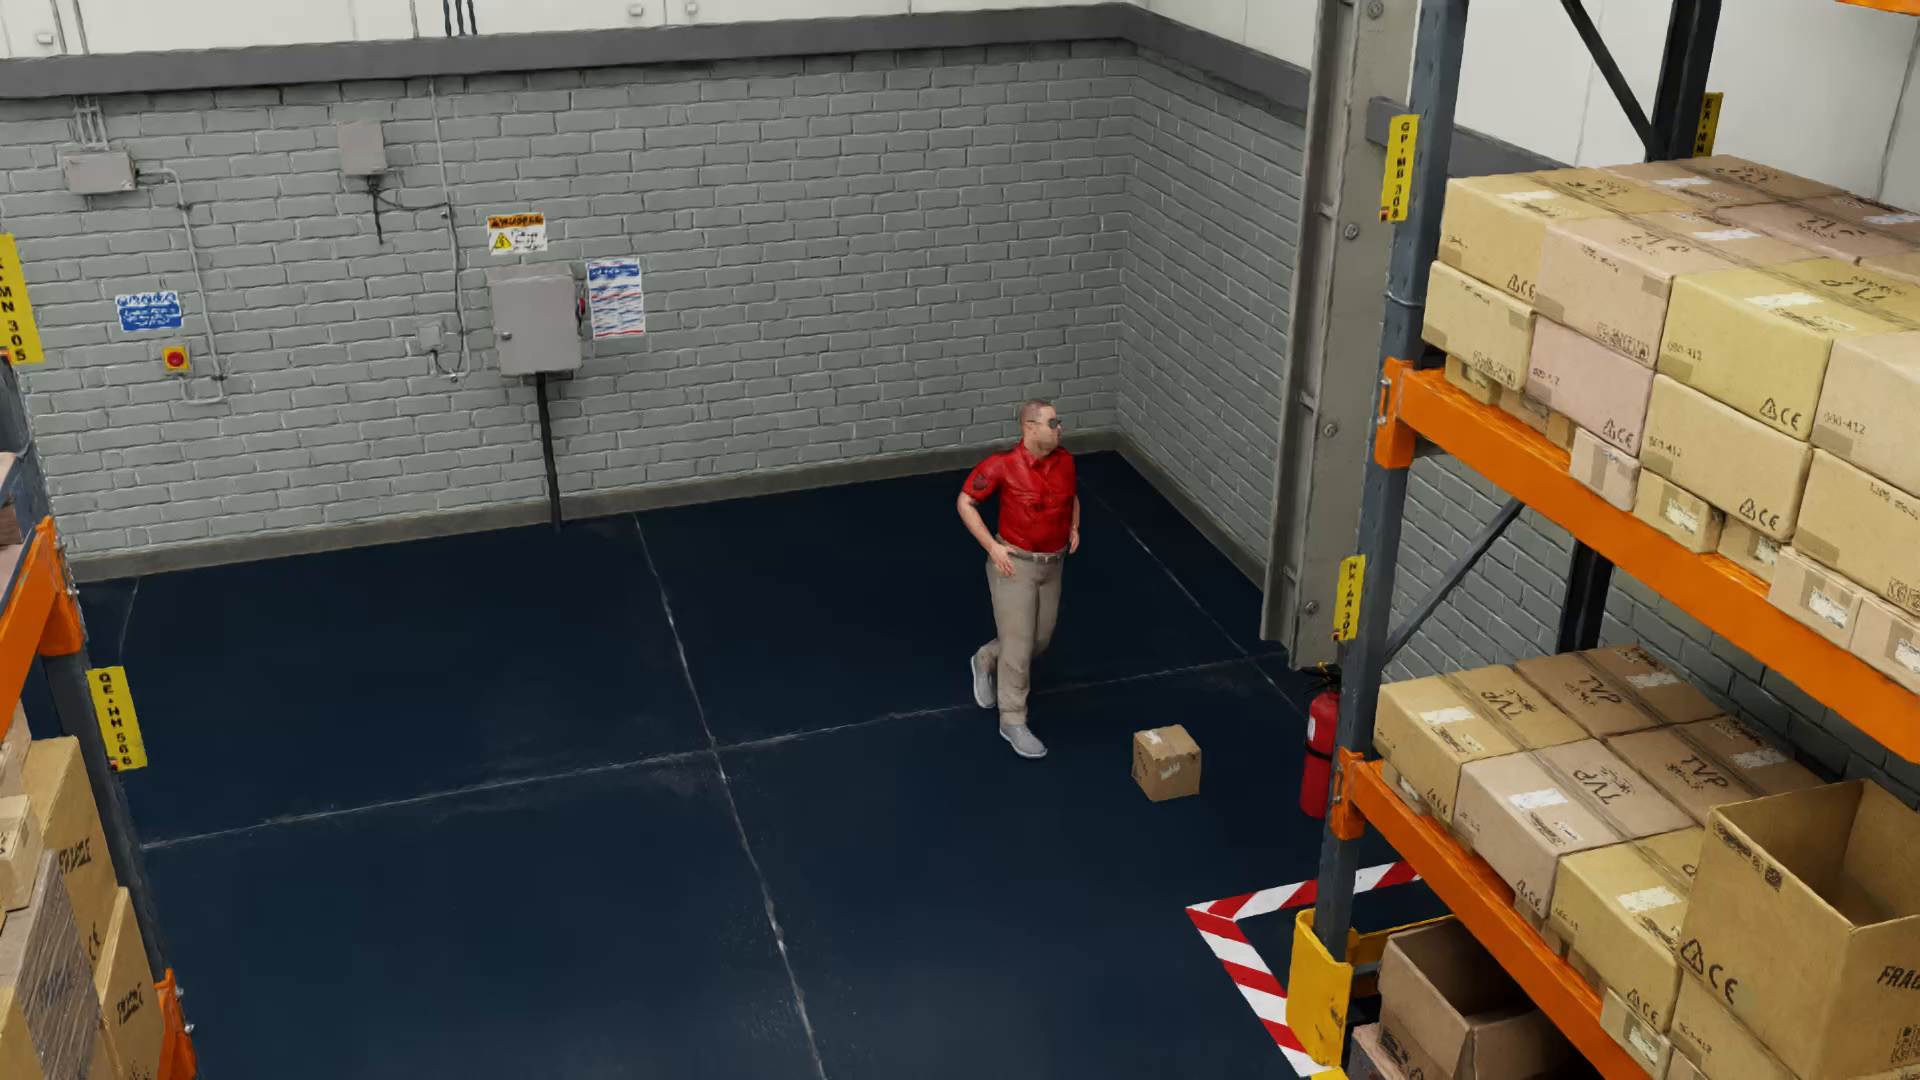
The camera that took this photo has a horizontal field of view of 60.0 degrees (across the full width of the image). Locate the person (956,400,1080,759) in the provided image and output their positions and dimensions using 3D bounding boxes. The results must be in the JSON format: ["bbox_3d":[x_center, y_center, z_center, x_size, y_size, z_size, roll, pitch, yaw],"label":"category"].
[{"bbox_3d":[0.389,0.137,8.371,0.684,1.682,0.767,-19,32,-34],"label":"person"}]
